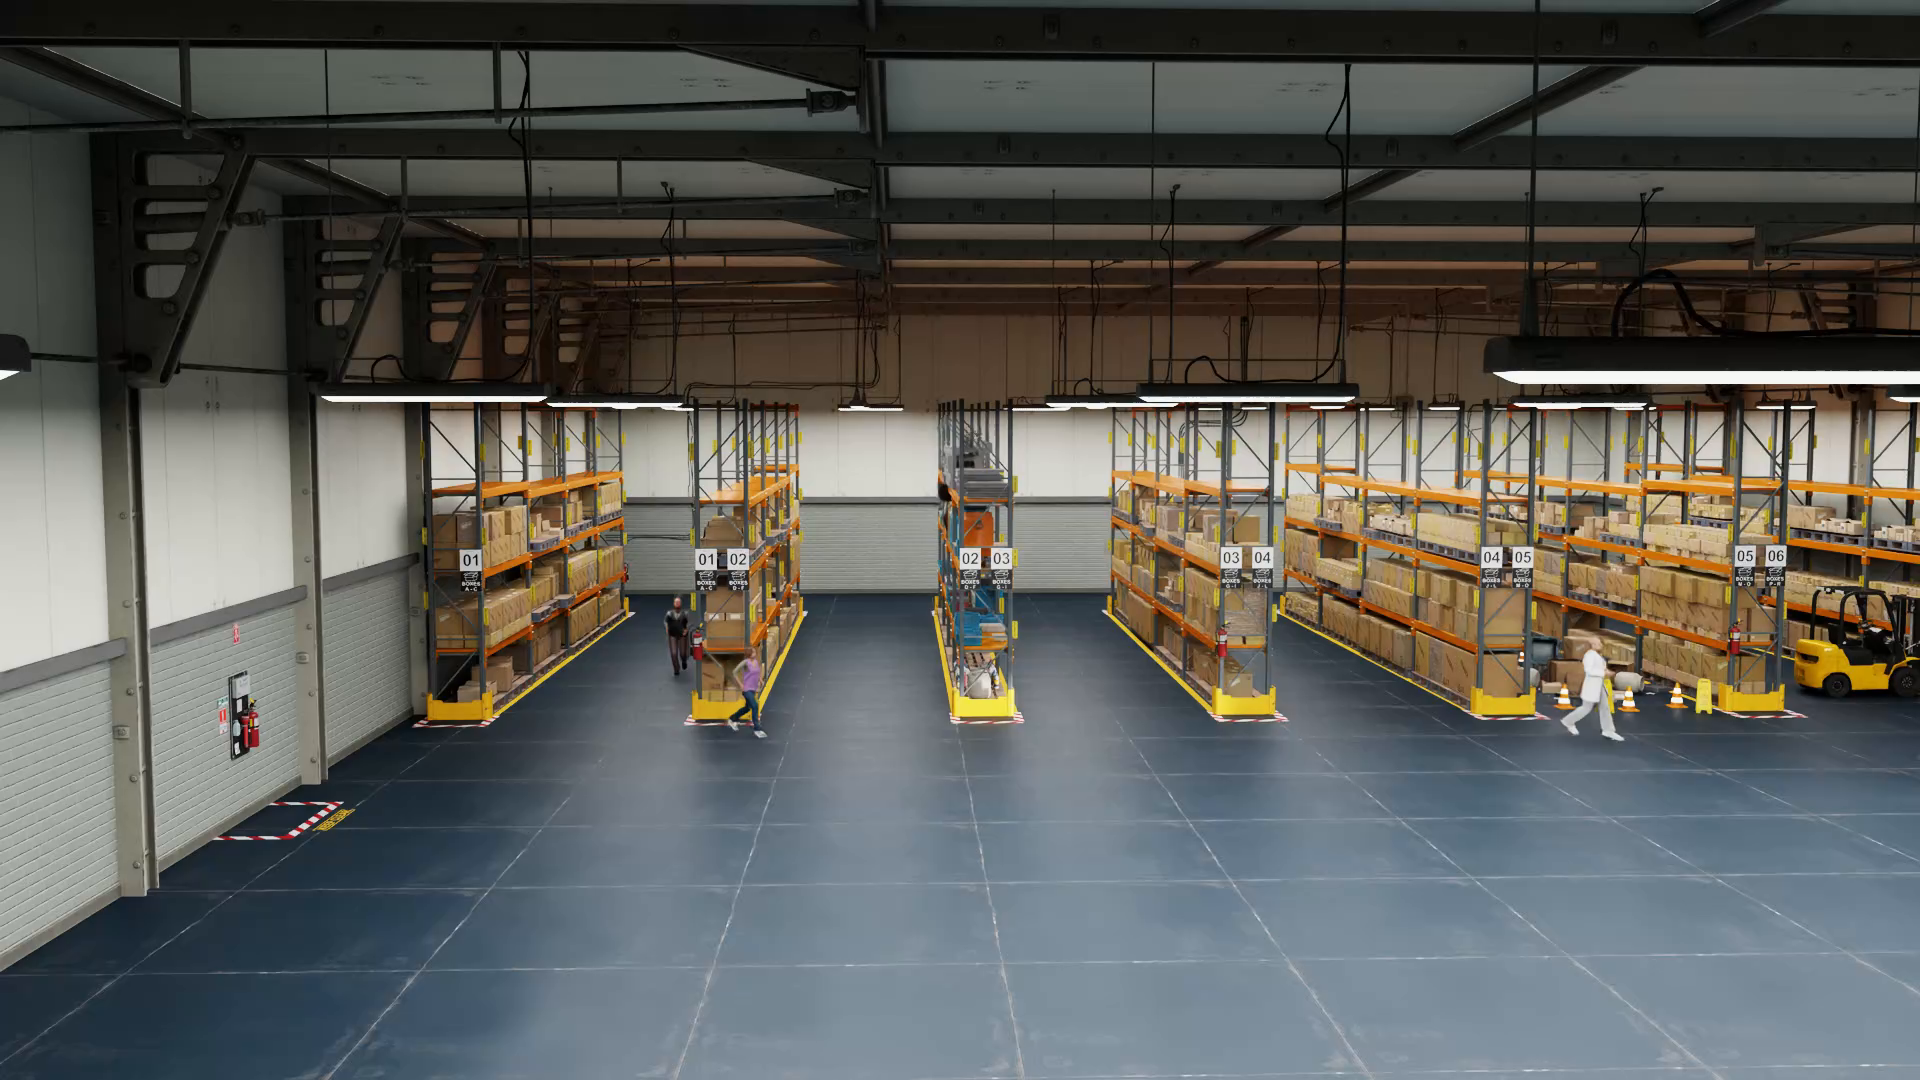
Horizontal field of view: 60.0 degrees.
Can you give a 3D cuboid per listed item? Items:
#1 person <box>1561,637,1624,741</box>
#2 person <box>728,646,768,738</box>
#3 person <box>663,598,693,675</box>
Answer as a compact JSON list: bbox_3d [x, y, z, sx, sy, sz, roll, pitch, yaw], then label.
[{"bbox_3d":[11.108,2.594,29.189,1.056,1.790,0.711,4,6,40],"label":"person"},{"bbox_3d":[-3.759,2.679,29.544,0.847,1.599,0.556,2,5,24],"label":"person"},{"bbox_3d":[-6.202,2.113,36.542,0.657,1.669,0.612,0,4,-3],"label":"person"}]
